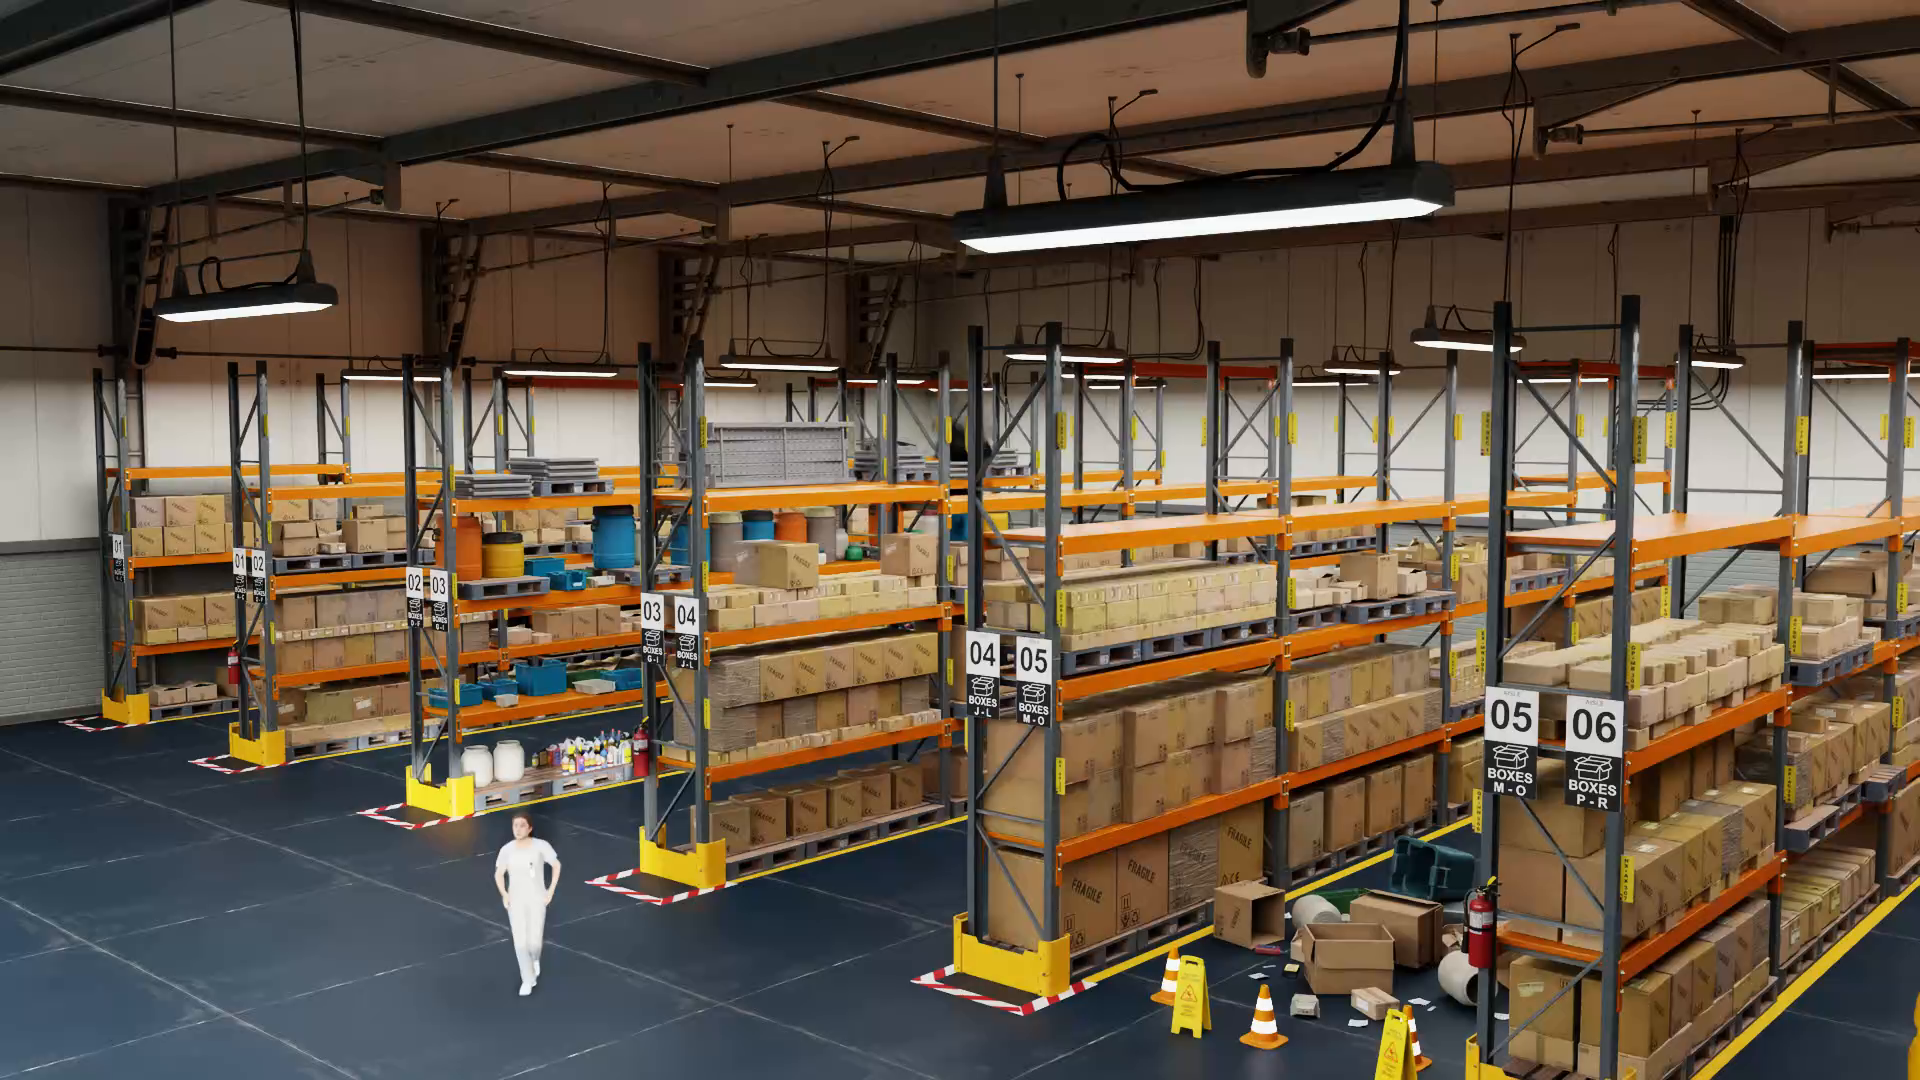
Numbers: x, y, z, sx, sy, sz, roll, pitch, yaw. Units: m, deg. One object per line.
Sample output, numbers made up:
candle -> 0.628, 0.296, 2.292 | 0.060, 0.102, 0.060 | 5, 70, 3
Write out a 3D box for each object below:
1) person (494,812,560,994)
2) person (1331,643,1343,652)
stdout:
person -> -3.893, 3.257, 14.947 | 0.572, 1.632, 0.509 | 0, 4, -5
person -> 5.896, 2.400, 26.092 | 0.657, 1.693, 0.673 | 3, 5, 34
